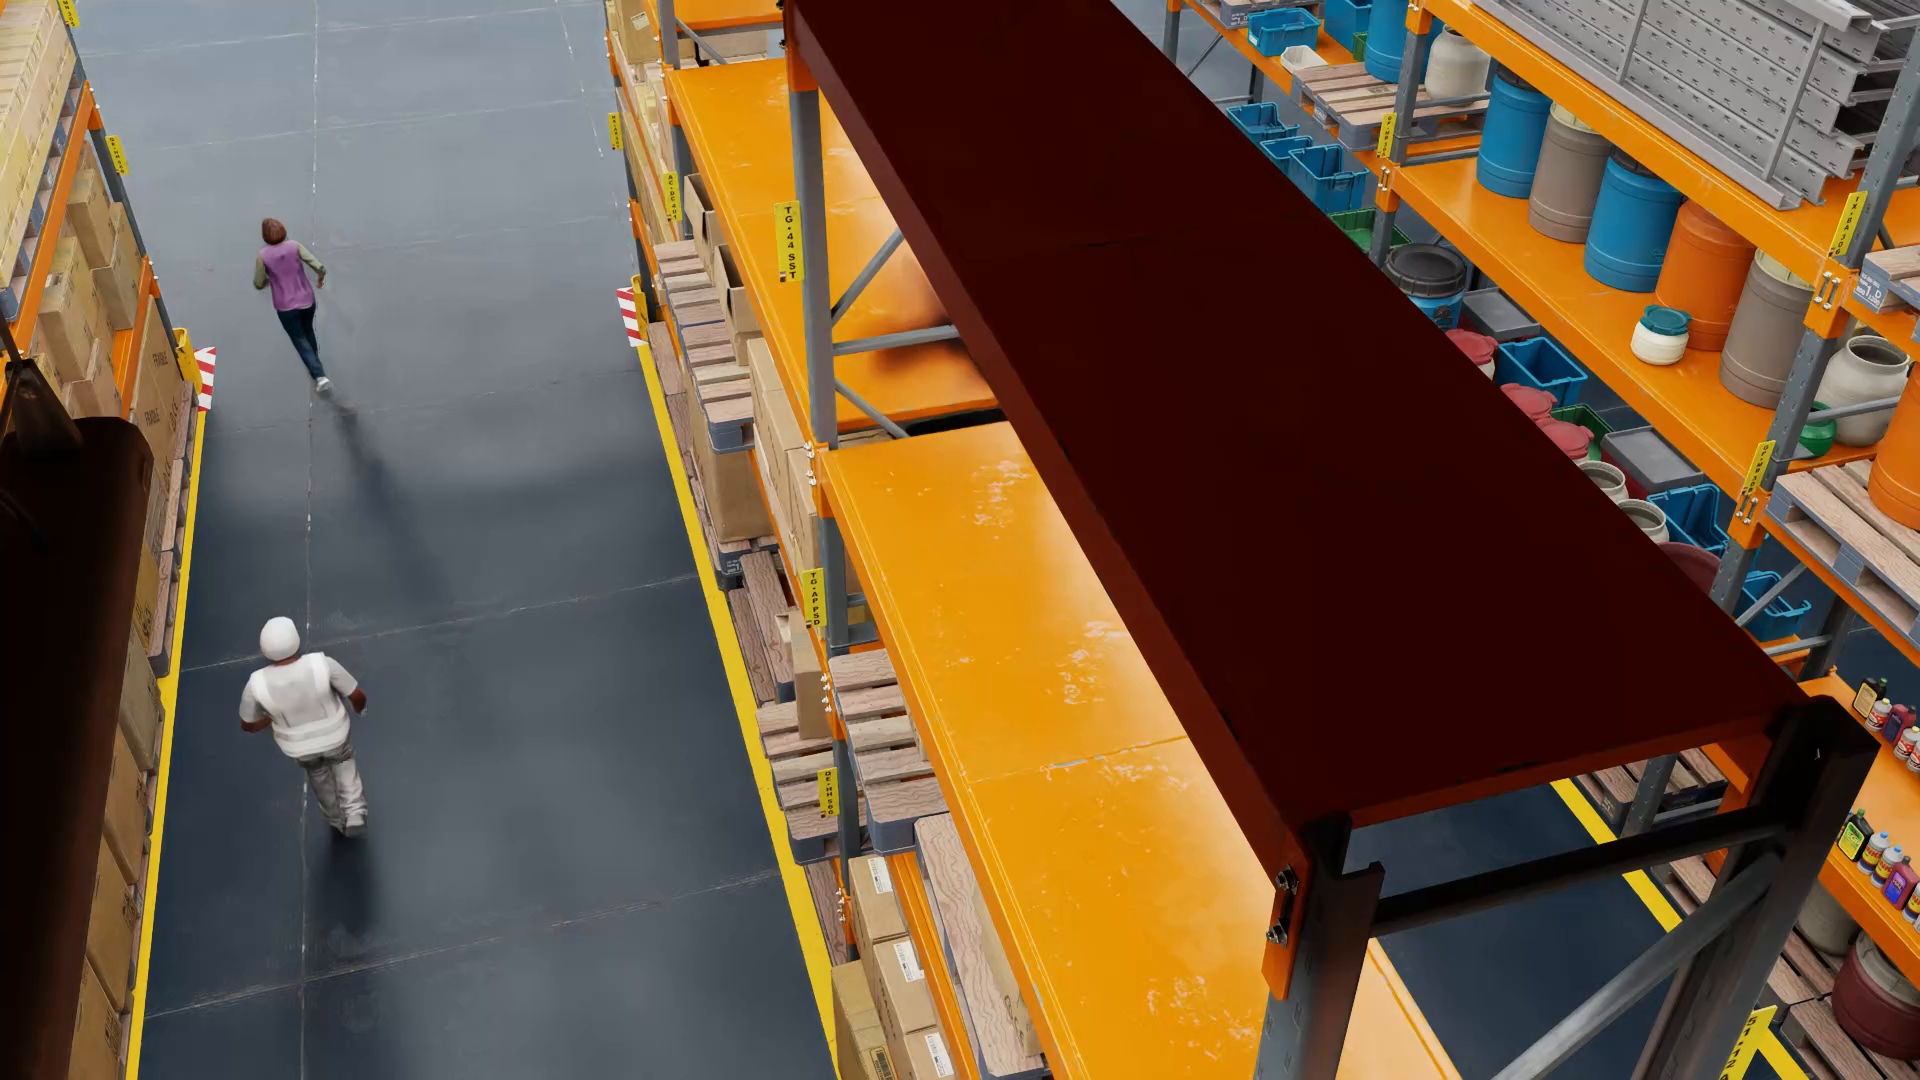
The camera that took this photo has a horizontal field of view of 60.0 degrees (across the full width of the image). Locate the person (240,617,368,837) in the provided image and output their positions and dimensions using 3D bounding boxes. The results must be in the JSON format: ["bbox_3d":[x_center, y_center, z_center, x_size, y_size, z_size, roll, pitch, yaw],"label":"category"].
[{"bbox_3d":[-3.863,1.183,9.953,0.705,1.743,0.621,-14,41,-17],"label":"person"}]

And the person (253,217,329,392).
[{"bbox_3d":[-5.594,-1.973,14.035,0.559,1.599,0.783,-25,45,-28],"label":"person"}]
